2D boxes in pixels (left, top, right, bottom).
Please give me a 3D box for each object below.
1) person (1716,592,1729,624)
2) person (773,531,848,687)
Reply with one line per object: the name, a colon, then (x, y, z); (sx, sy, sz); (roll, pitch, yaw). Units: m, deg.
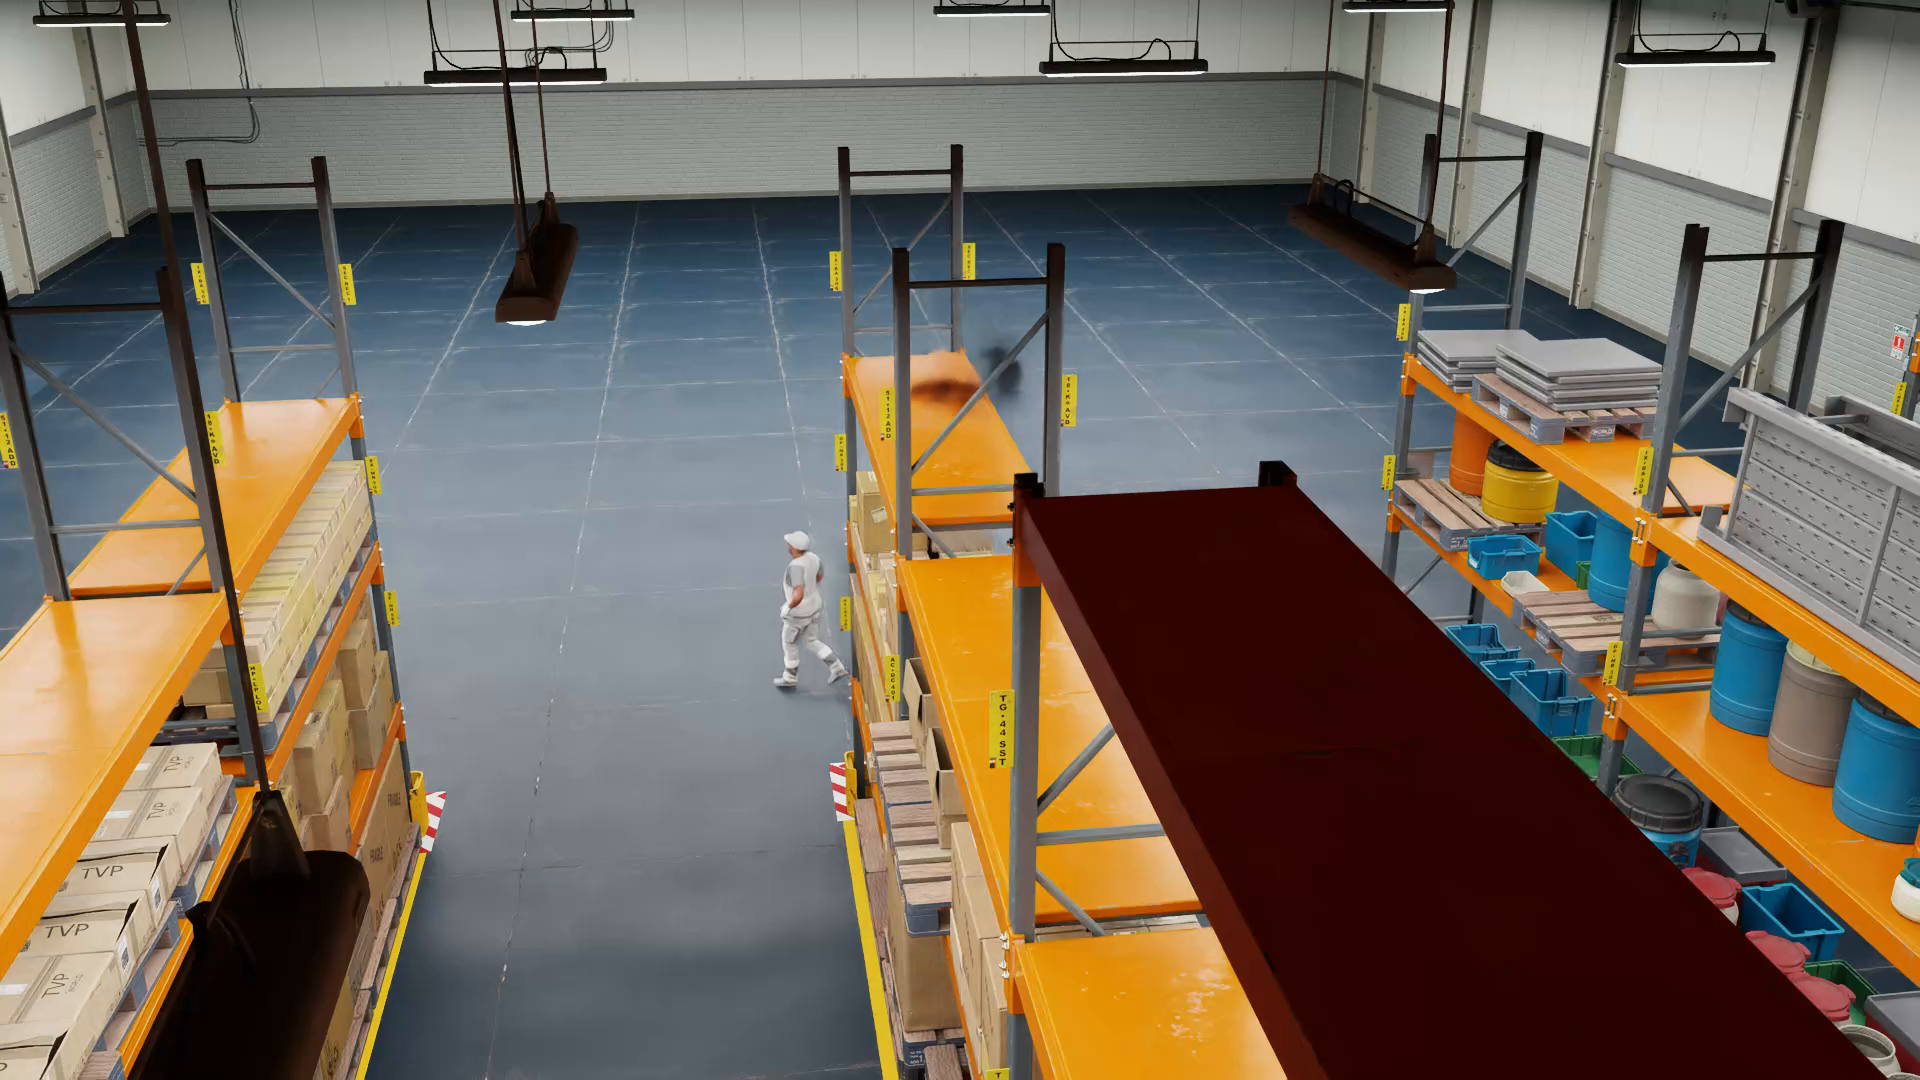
person: (8.489, 0.463, 18.244); (0.774, 1.644, 0.595); (8, 23, 19)
person: (-1.608, 0.757, 17.305); (0.862, 1.796, 0.685); (11, 24, 25)
